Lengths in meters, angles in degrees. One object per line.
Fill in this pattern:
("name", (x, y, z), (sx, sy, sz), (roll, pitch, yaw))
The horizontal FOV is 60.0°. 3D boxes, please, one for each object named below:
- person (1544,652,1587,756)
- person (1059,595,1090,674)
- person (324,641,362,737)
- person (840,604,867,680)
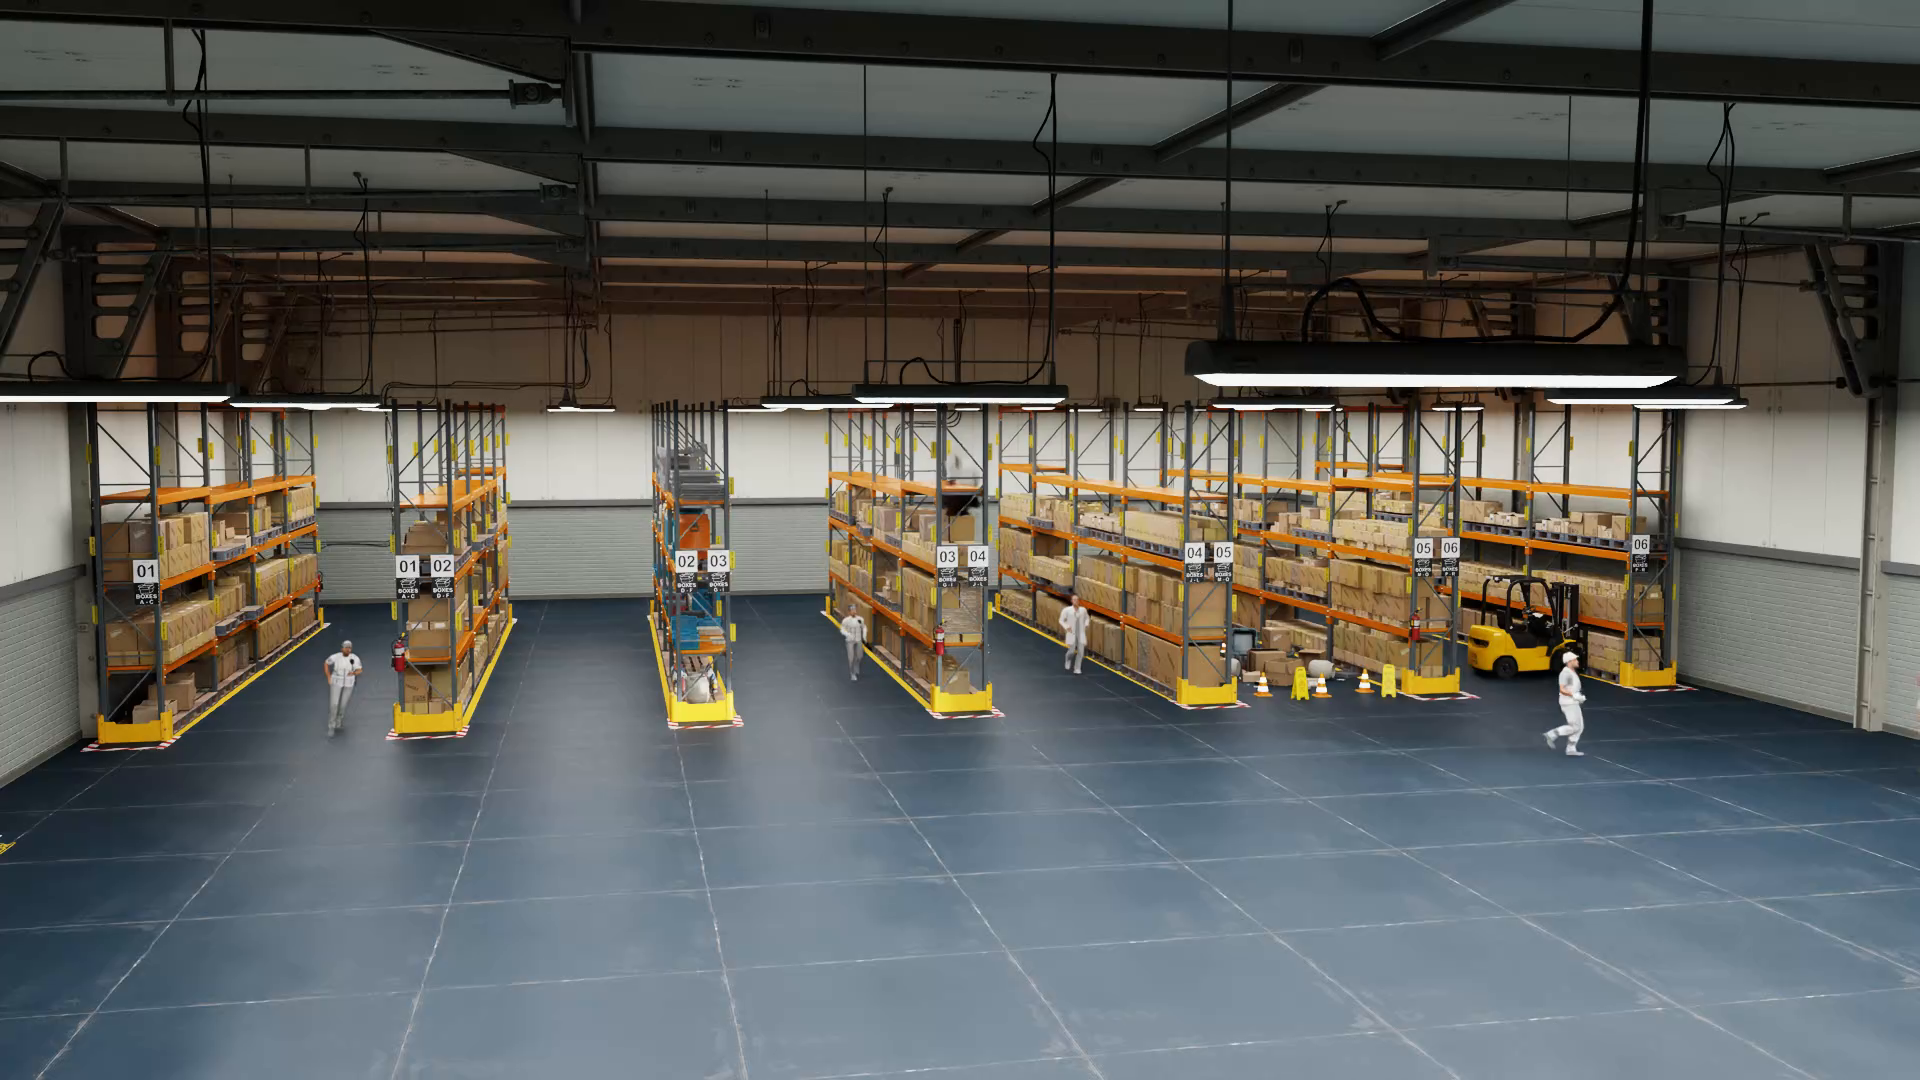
("person", (10.184, 2.749, 27.893), (0.669, 1.749, 0.653), (3, 5, 31))
("person", (2.552, 2.084, 36.803), (0.712, 1.726, 0.678), (-1, 4, -13))
("person", (-11.150, 2.656, 30.040), (0.671, 1.696, 0.806), (-2, 5, -29))
("person", (-2.277, 2.195, 35.909), (0.608, 1.658, 0.543), (-1, 4, -12))
